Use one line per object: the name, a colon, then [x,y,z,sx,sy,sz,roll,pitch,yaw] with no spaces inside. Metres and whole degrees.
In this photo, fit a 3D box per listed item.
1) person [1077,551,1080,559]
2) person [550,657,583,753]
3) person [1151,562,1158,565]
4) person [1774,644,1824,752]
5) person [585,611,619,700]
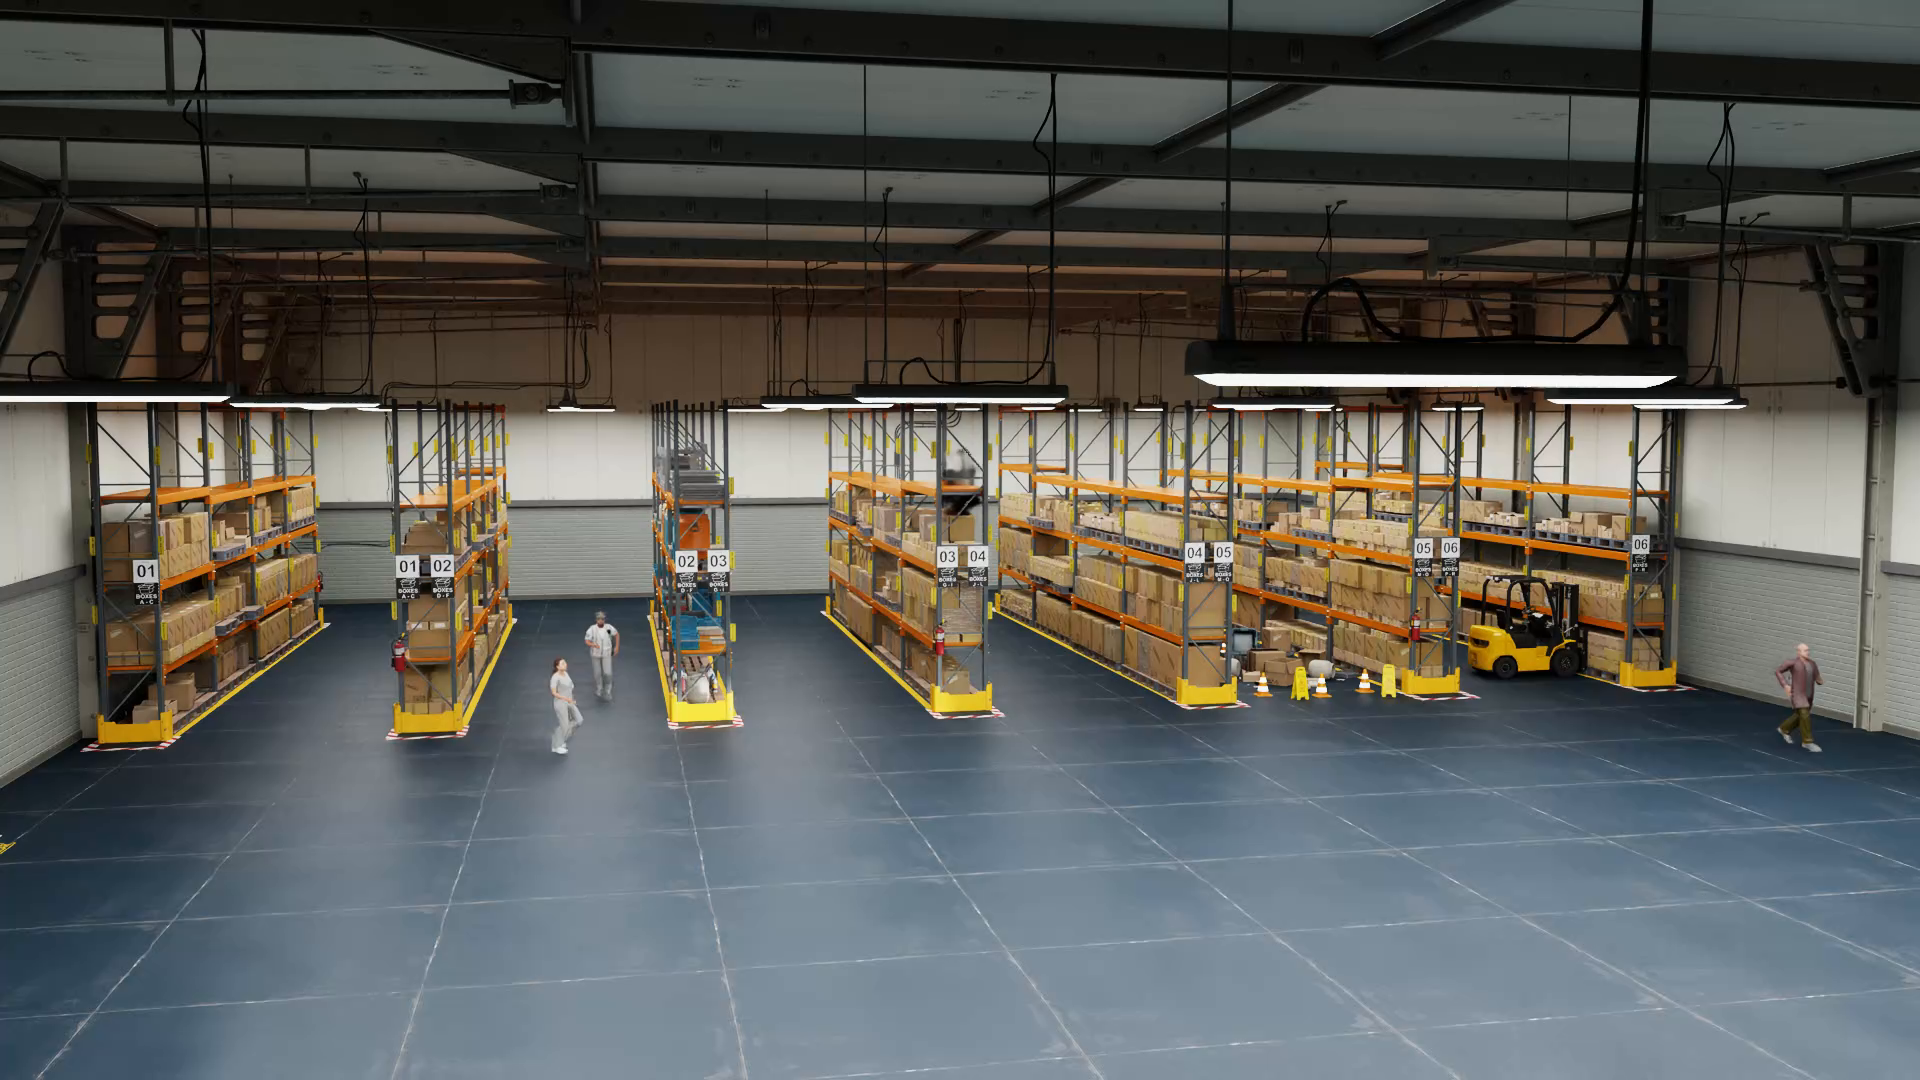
person: [3.374,1.201,48.564,0.702,1.745,0.630,-1,4,-14]
person: [-6.686,2.789,28.133,0.537,1.628,0.578,2,5,20]
person: [5.945,1.054,51.035,0.580,1.625,0.614,0,4,0]
person: [14.383,2.659,28.432,0.708,1.775,1.034,-2,5,-20]
person: [-7.185,2.348,33.408,0.680,1.852,0.742,-1,4,-15]
